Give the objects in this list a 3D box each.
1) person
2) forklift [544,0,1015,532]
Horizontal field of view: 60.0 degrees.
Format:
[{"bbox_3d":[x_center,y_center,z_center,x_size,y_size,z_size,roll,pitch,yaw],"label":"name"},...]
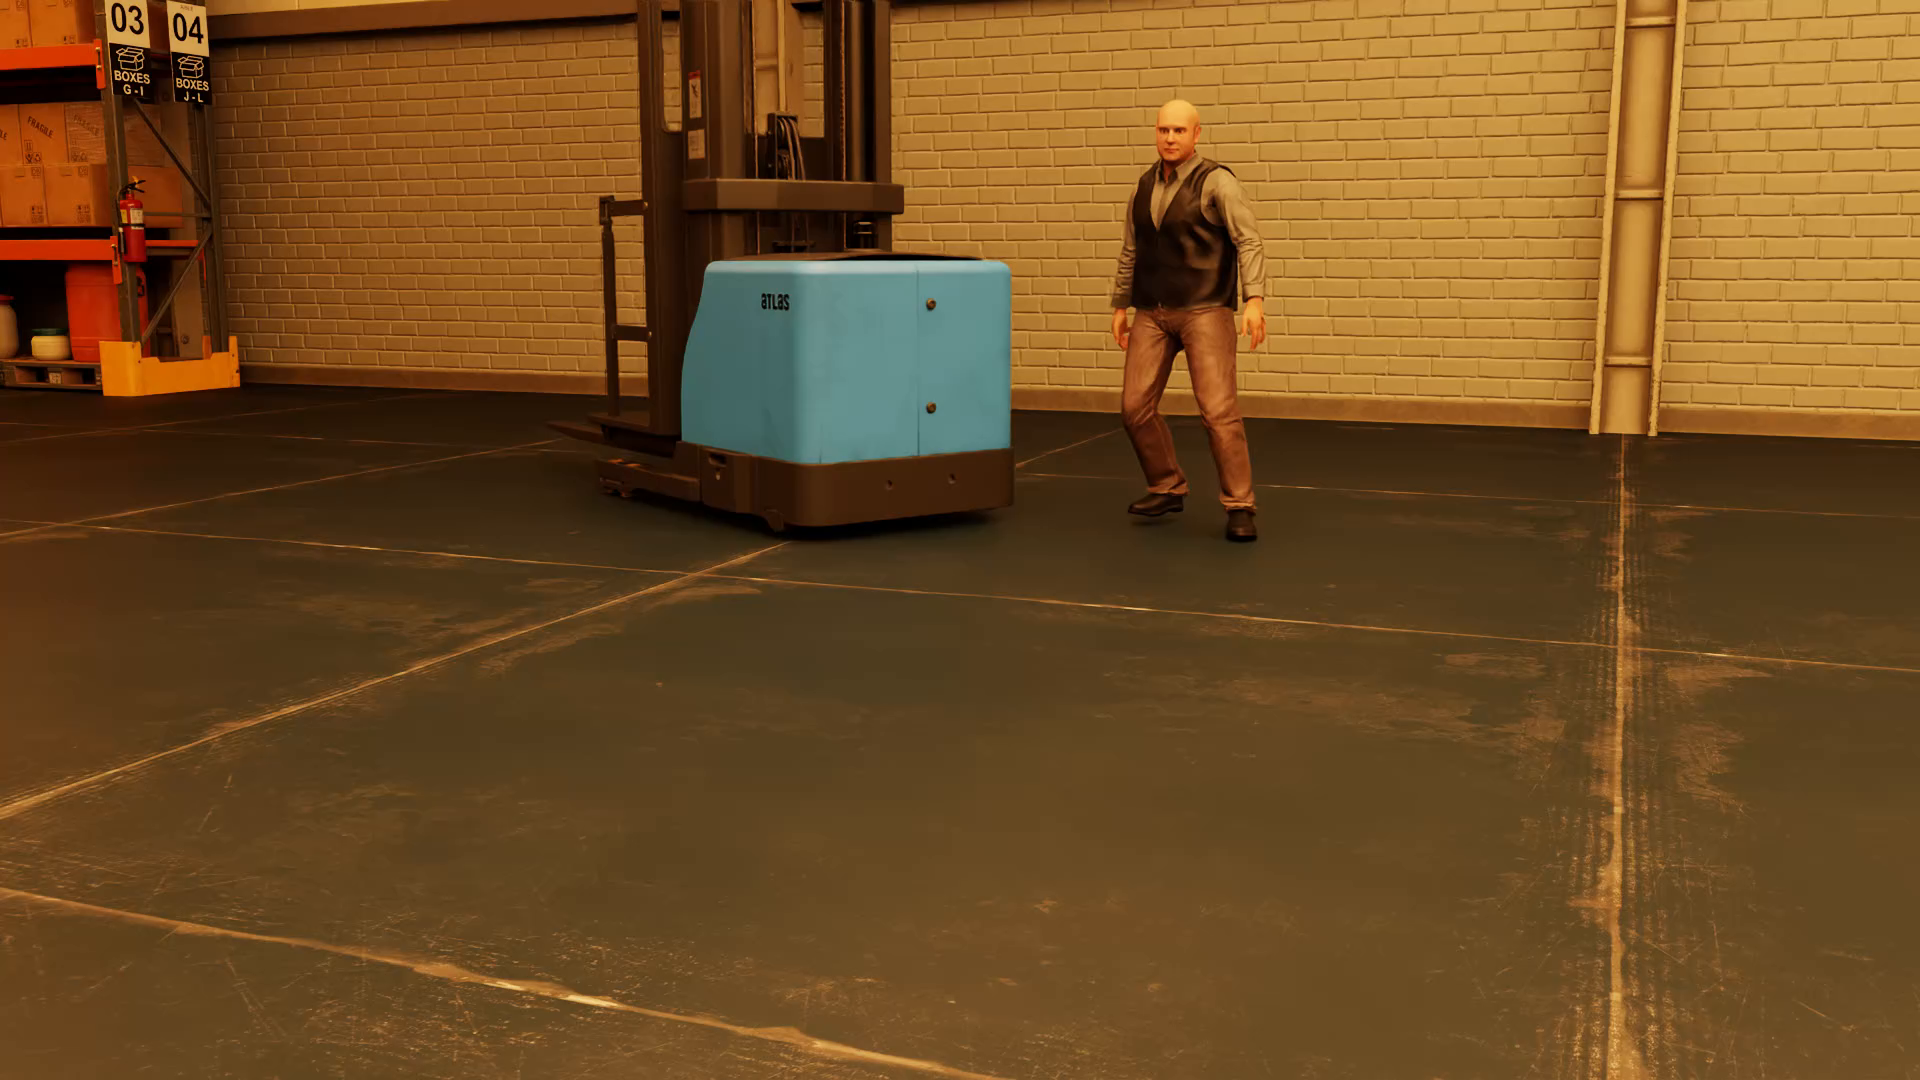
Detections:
[{"bbox_3d":[0.910,-0.891,6.677,0.805,1.693,0.394,8,12,39],"label":"person"},{"bbox_3d":[-1.044,-1.674,7.590,1.130,2.935,3.031,-7,12,-35],"label":"forklift"}]
